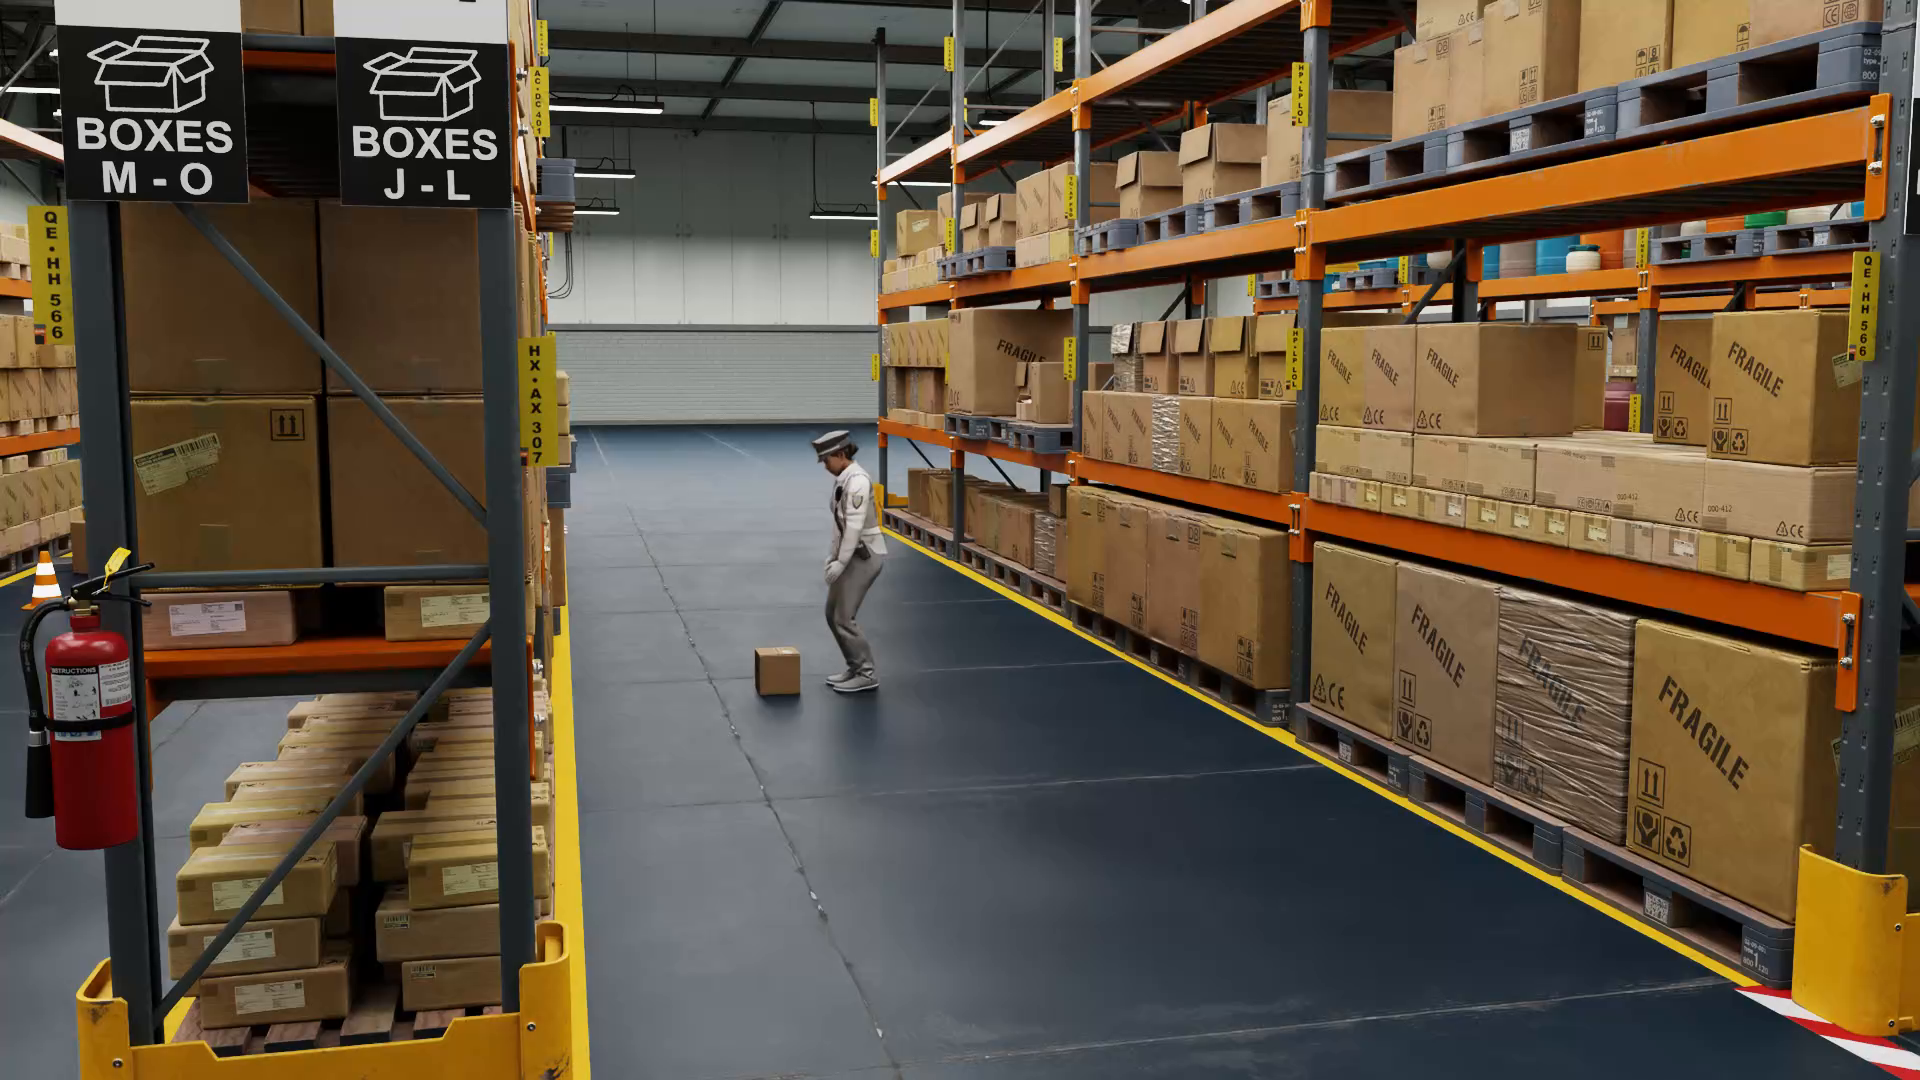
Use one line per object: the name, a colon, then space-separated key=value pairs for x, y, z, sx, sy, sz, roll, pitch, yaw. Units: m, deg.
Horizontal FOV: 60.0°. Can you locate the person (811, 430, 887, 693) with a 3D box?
person: x=-0.685 y=0.130 z=10.282 sx=0.465 sy=1.613 sz=0.504 roll=-1 pitch=6 yaw=-12
